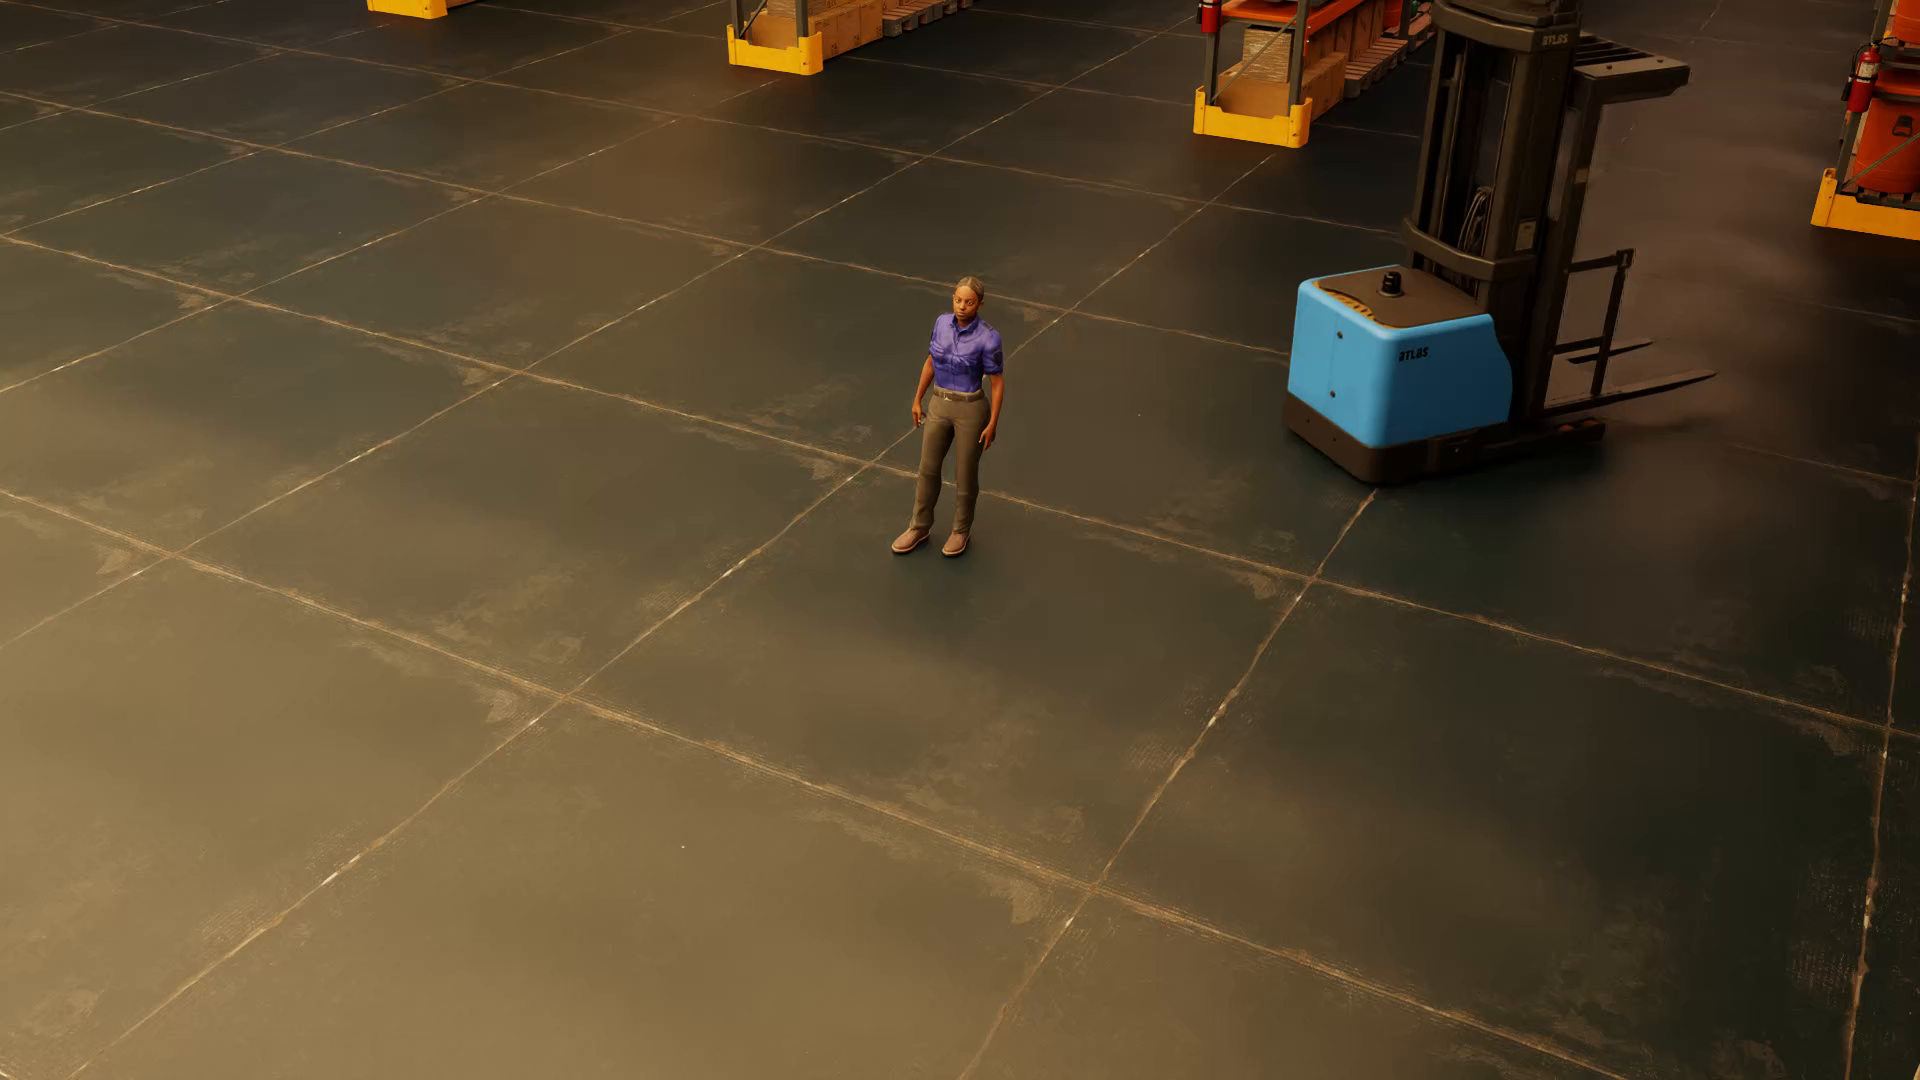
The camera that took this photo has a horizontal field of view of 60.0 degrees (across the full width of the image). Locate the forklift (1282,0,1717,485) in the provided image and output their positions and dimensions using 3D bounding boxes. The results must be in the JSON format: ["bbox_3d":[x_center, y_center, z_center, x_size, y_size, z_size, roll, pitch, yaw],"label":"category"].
[{"bbox_3d":[3.744,-2.092,10.696,3.031,2.935,1.130,-12,32,-20],"label":"forklift"}]

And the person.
[{"bbox_3d":[-0.059,-0.689,9.528,0.570,1.654,0.504,15,33,25],"label":"person"}]
